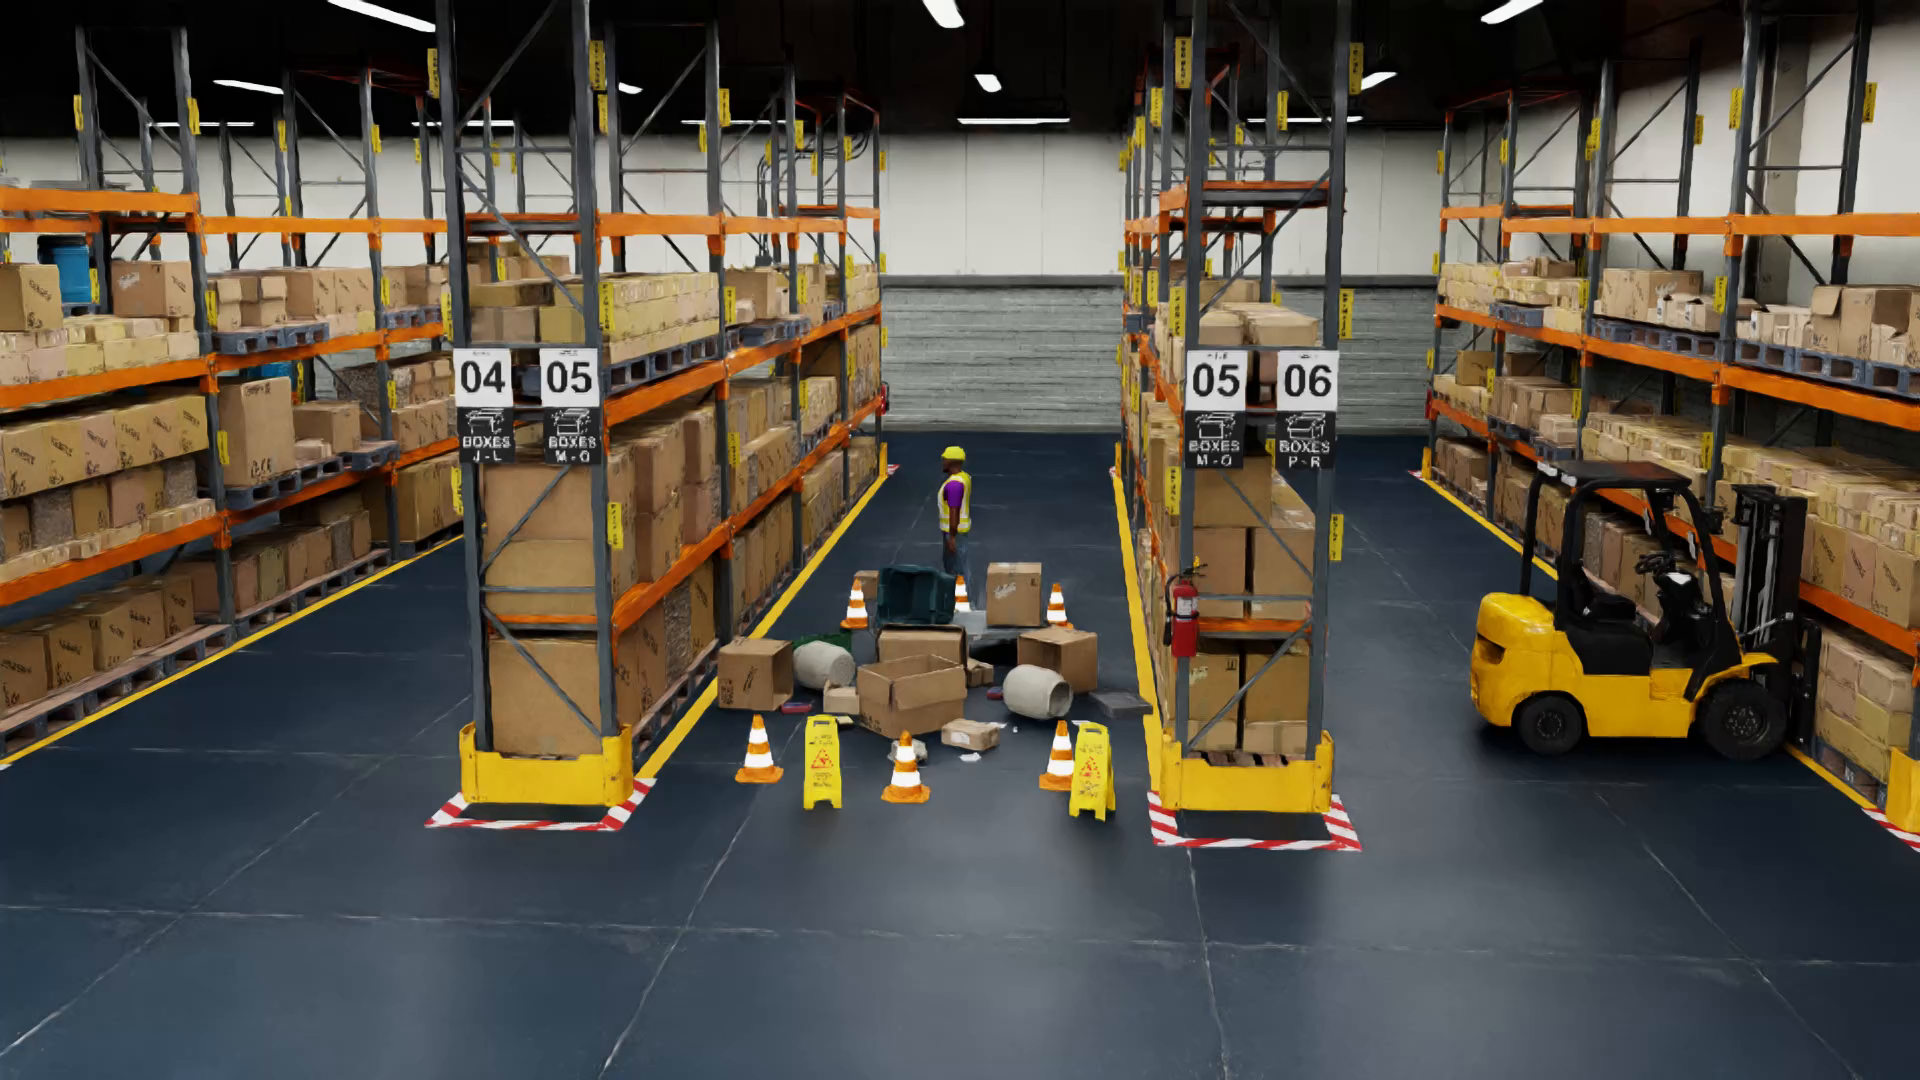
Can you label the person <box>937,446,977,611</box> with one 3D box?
[{"bbox_3d":[-0.092,-0.103,17.331,0.567,1.769,0.732,1,11,5],"label":"person"}]
